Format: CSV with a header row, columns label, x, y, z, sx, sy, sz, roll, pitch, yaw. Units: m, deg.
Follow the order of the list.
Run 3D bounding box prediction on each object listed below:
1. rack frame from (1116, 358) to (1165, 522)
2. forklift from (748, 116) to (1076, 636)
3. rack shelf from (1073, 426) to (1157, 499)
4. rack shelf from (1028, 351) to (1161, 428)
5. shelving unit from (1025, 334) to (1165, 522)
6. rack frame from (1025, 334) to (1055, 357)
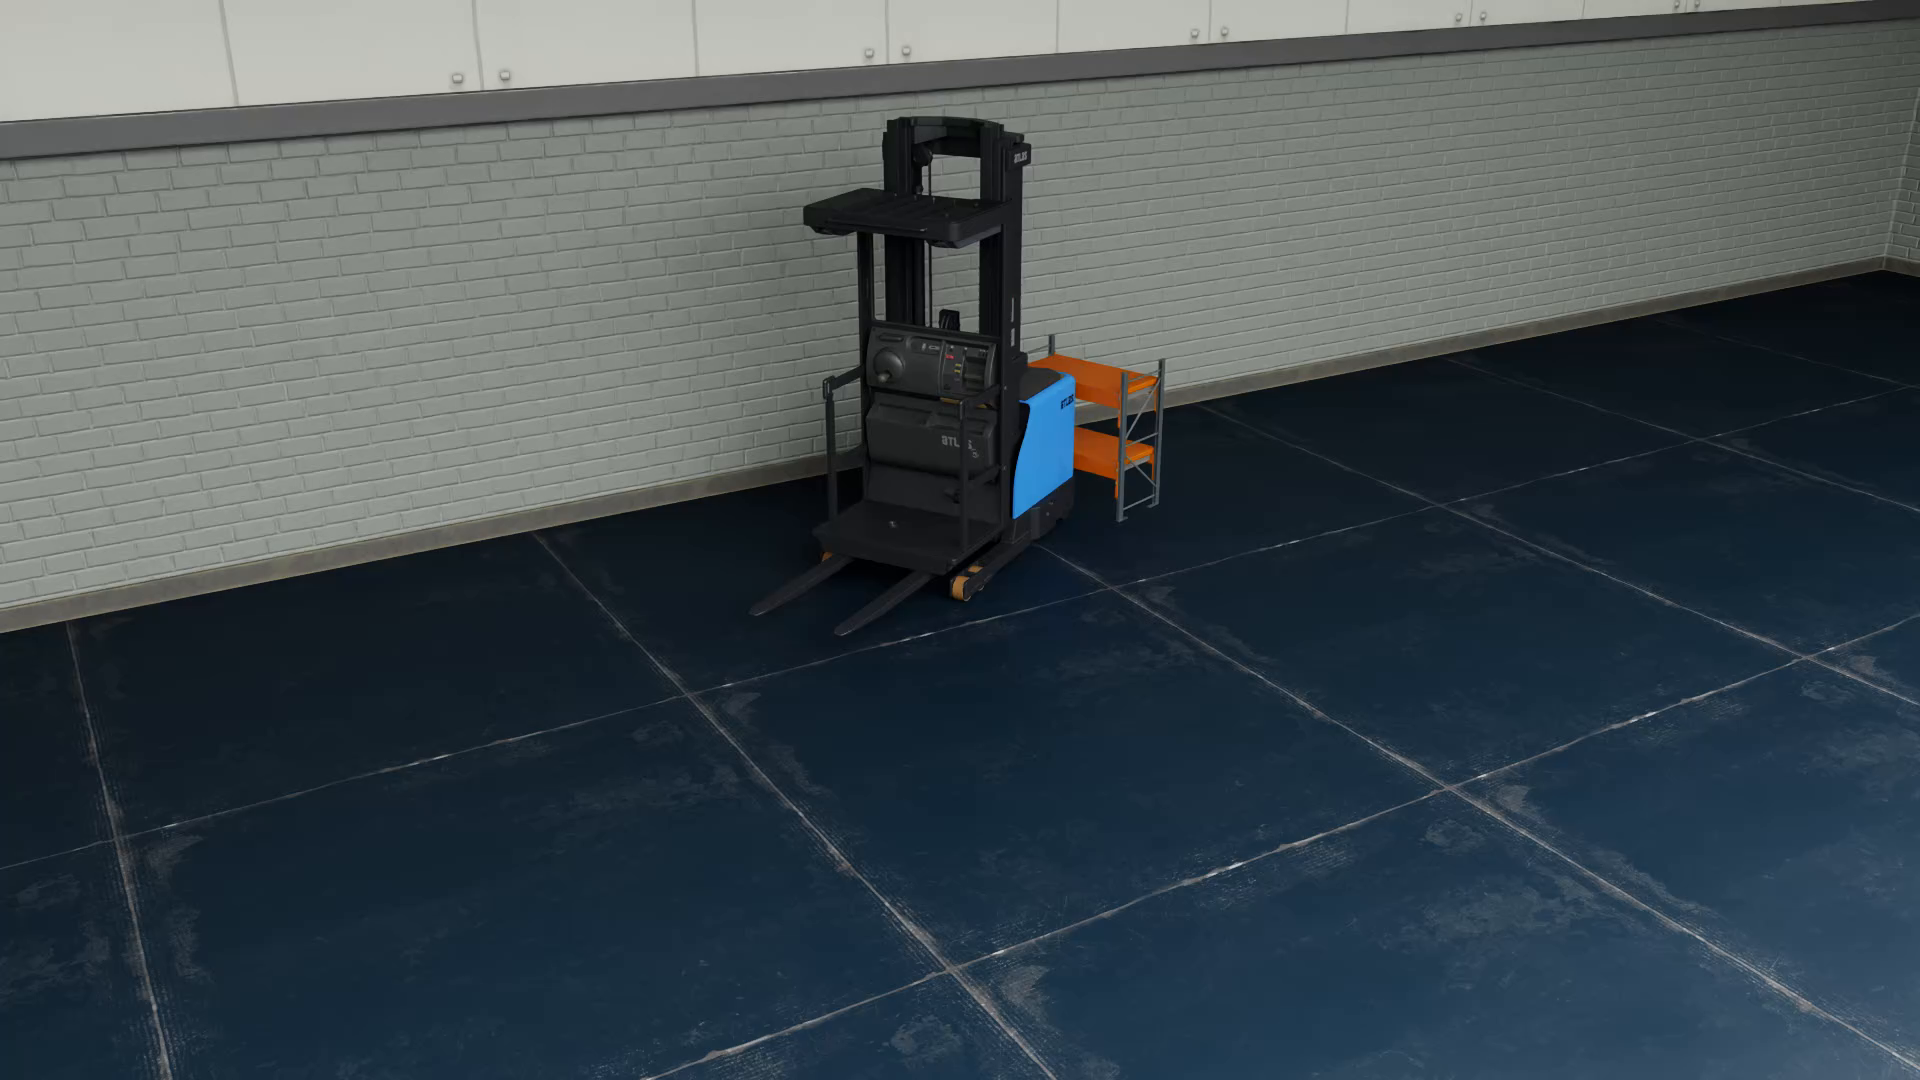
label,x,y,z,sx,sy,sz,roll,pitch,yaw
rack frame,1.315,-0.726,12.104,0.032,1.125,0.500,18,28,38
forklift,-0.290,-1.150,10.749,1.130,2.935,3.031,11,25,26
rack shelf,0.933,-0.626,12.506,1.000,0.278,0.538,18,28,38
rack shelf,0.933,-1.123,12.304,1.000,0.278,0.538,18,28,38
shelving unit,0.933,-0.852,12.414,1.048,1.125,0.538,18,28,38
rack frame,0.550,-0.978,12.725,0.032,1.125,0.500,18,28,38
